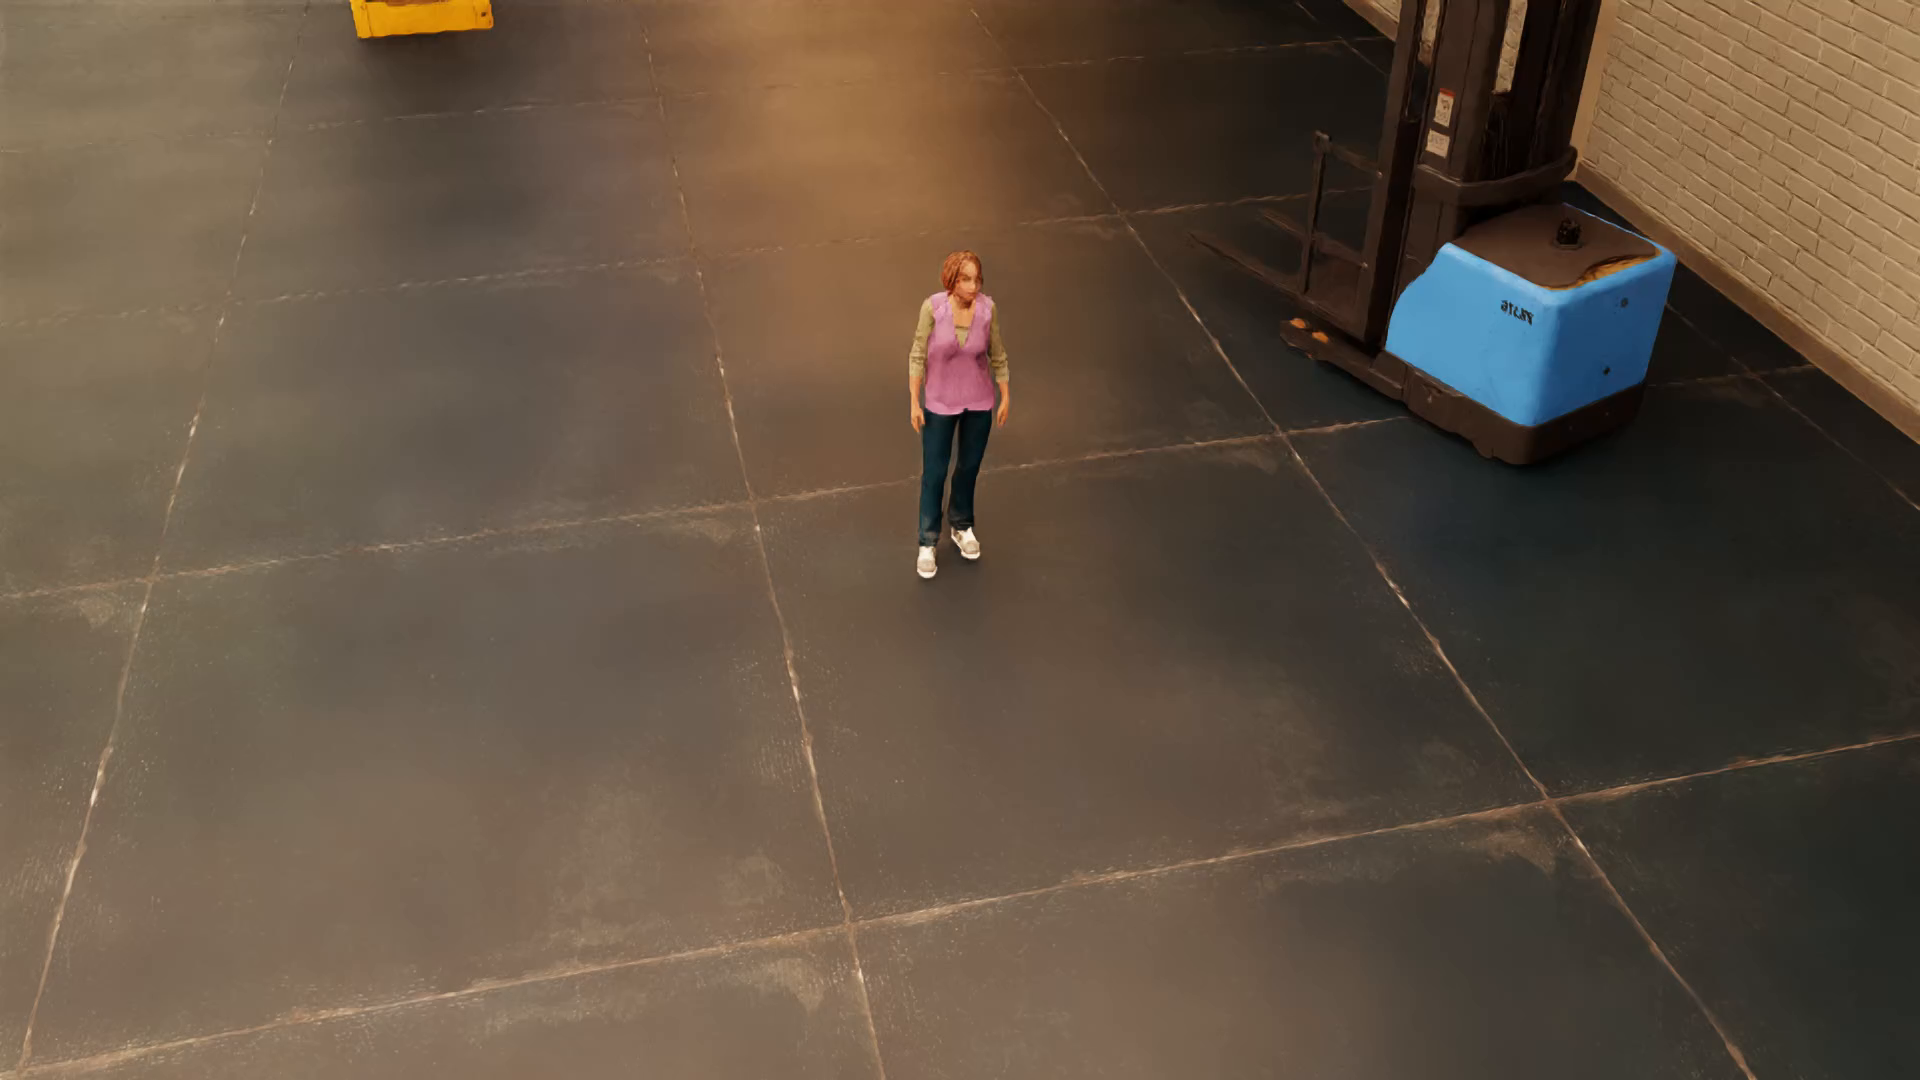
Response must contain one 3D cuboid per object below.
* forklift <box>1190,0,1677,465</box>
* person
[{"bbox_3d":[2.623,-2.420,9.413,1.130,2.935,3.031,-21,41,-26],"label":"forklift"},{"bbox_3d":[0.003,-0.610,8.028,0.520,1.597,0.474,-8,36,-11],"label":"person"}]
